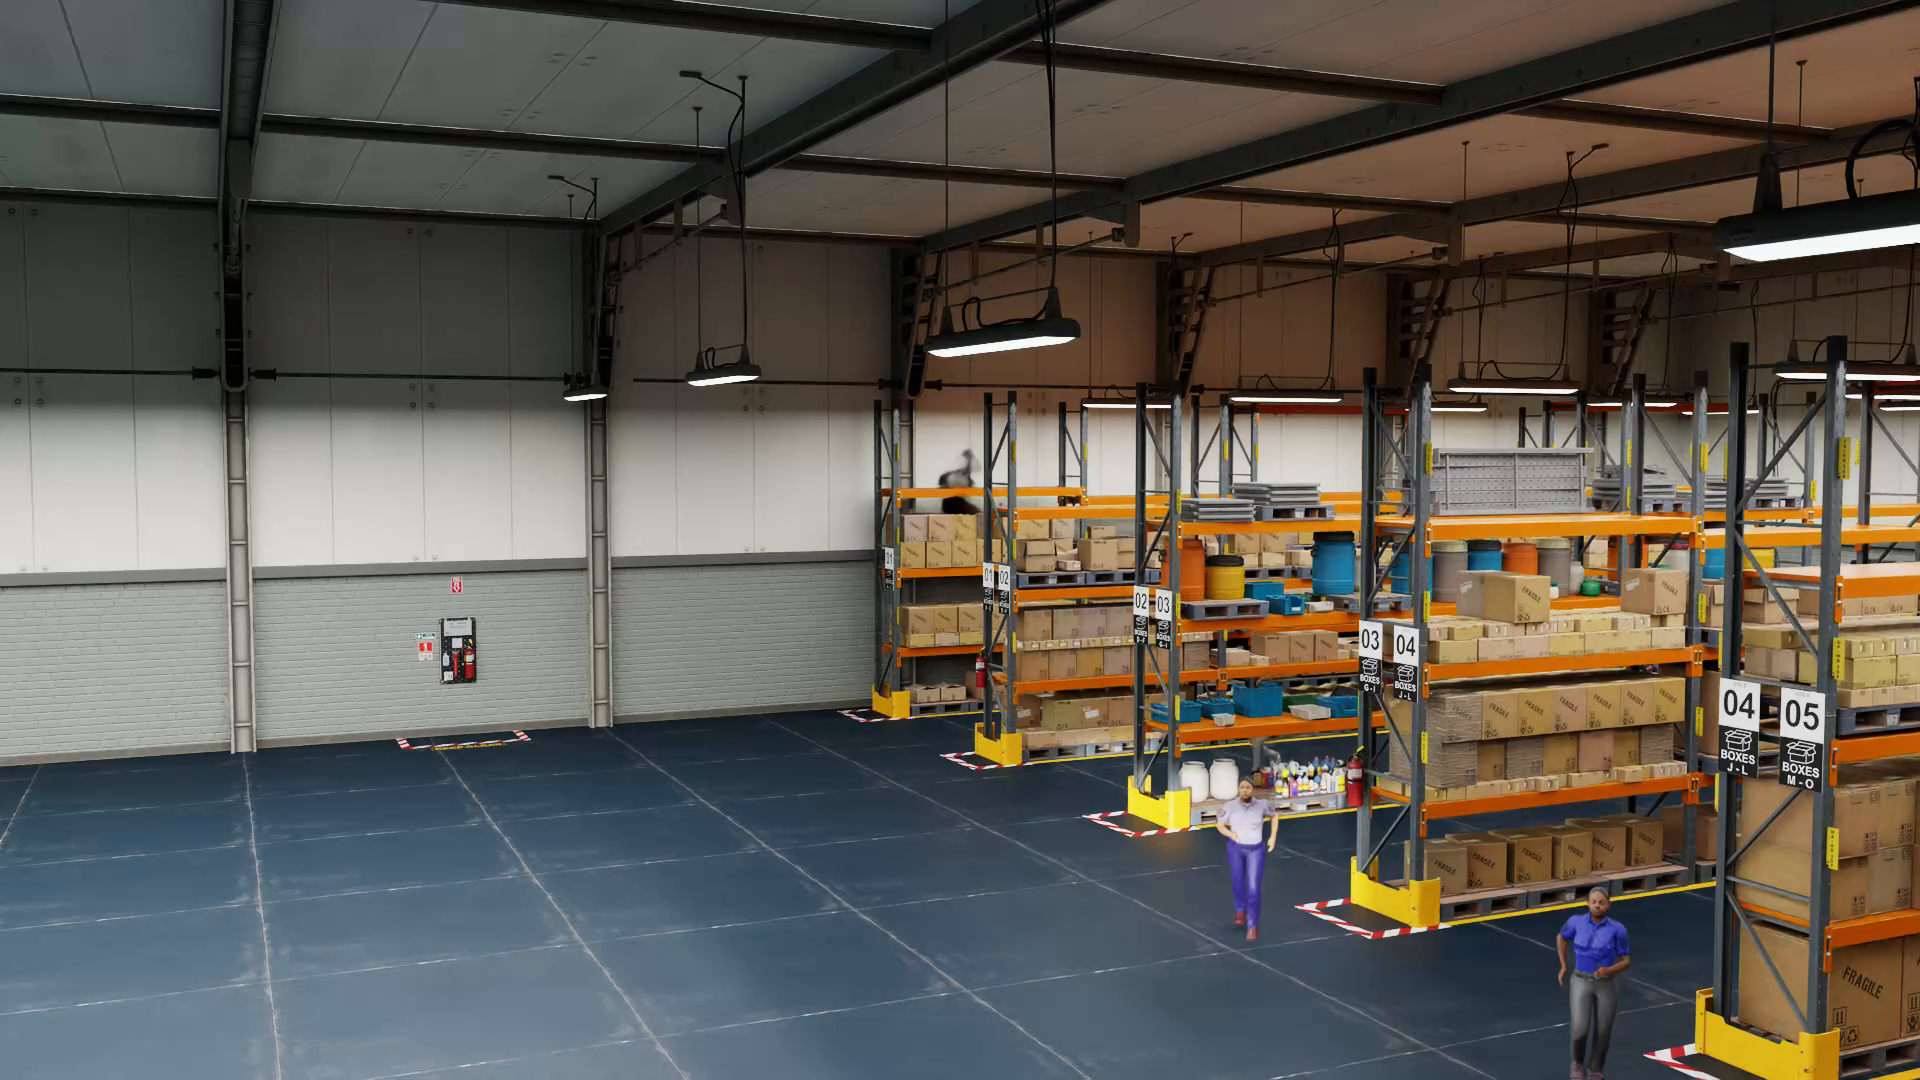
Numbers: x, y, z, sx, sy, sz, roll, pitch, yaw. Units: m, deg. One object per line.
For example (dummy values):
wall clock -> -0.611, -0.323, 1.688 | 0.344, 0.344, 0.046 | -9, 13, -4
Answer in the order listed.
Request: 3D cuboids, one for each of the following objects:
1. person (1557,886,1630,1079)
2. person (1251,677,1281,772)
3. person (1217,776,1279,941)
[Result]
person -> 5.028, 3.569, 13.220 | 0.552, 1.622, 0.635 | 1, 4, 20
person -> 4.665, 2.884, 25.542 | 0.825, 1.573, 0.551 | -2, 4, -34
person -> 3.021, 3.342, 17.522 | 0.616, 1.730, 0.767 | 1, 3, 17
